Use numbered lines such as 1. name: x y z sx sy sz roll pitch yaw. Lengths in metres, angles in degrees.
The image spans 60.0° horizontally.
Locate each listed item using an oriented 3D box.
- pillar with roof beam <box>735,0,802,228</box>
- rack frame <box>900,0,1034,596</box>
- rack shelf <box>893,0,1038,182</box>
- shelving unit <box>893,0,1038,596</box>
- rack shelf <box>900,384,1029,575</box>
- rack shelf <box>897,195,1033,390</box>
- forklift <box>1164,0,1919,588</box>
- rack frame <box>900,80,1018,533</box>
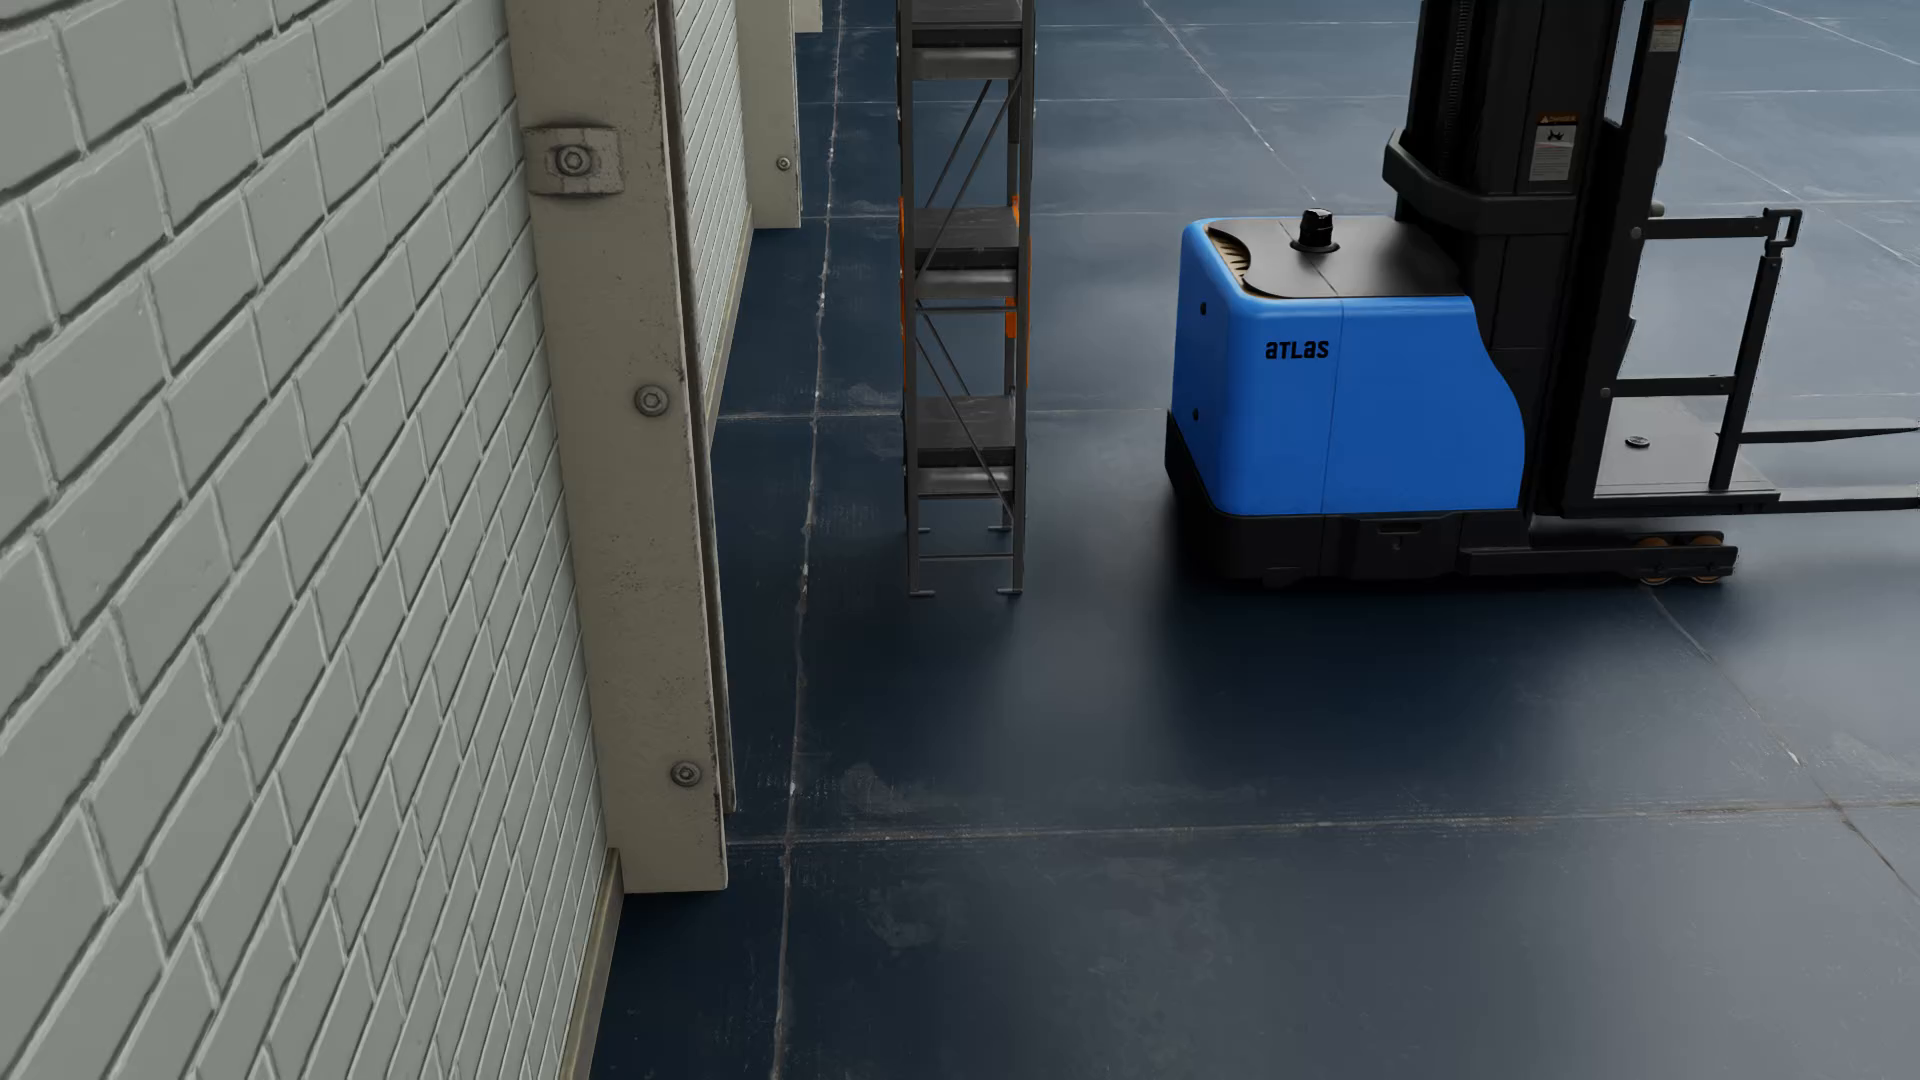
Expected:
1. pillar with roof beam: 3.196 -6.016 8.054 9.100 9.000 0.400 -1 28 -3
2. rack frame: 0.021 -0.742 5.402 0.400 2.100 0.015 -1 28 -3
3. rack shelf: 0.009 -1.463 5.300 0.431 0.518 0.480 -1 28 -3
4. shelving unit: 0.009 -0.855 5.618 0.431 2.100 0.503 -1 28 -3
5. rack shelf: 0.009 -0.222 5.948 0.431 0.518 0.480 -1 28 -3
6. rack shelf: 0.009 -0.842 5.624 0.431 0.518 0.480 -1 28 -3
7. forklift: 2.358 -1.382 5.730 3.031 2.935 1.130 -2 28 -3
8. rack frame: -0.004 -0.967 5.834 0.400 2.100 0.015 -1 28 -3
